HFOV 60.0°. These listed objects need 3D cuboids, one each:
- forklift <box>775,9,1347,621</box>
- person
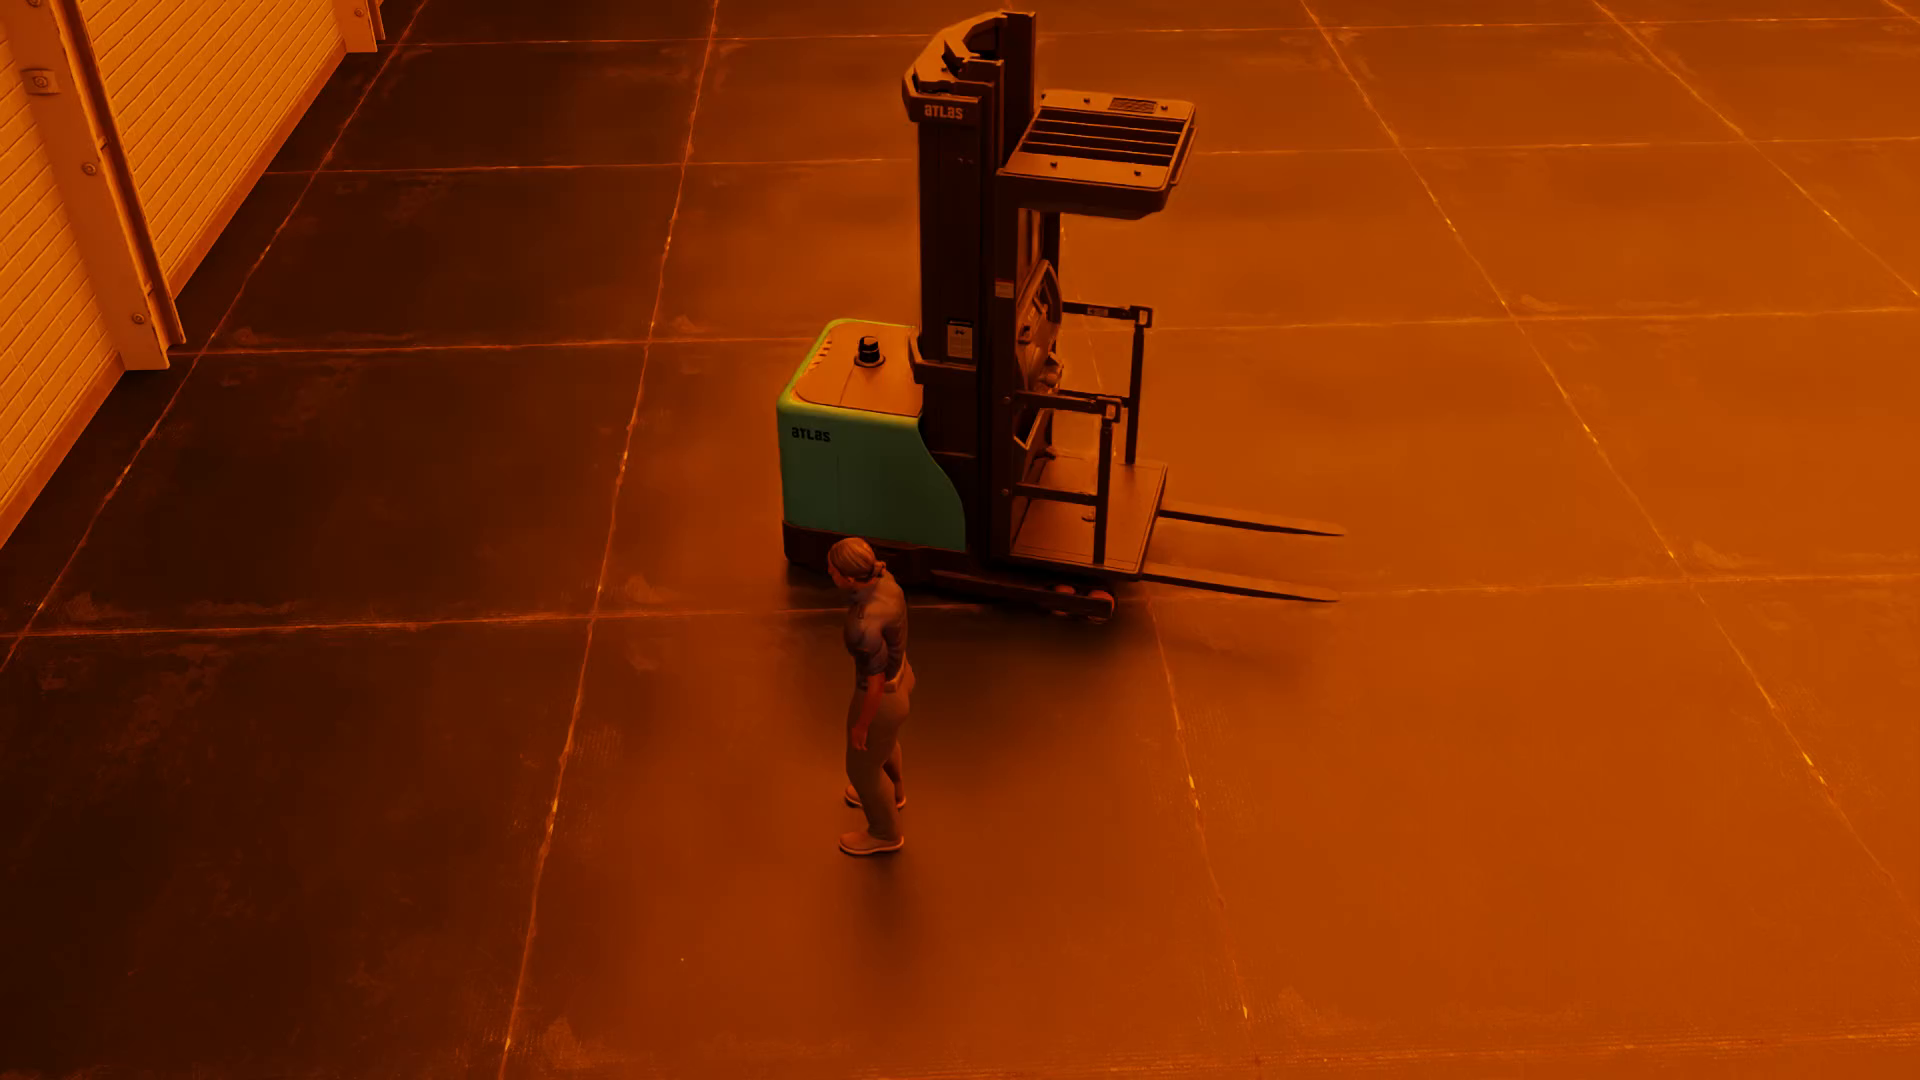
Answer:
[{"bbox_3d":[0.592,-1.097,8.509,3.031,2.935,1.130,9,37,11],"label":"forklift"},{"bbox_3d":[-0.385,0.658,7.187,0.363,1.653,0.522,4,36,6],"label":"person"}]
